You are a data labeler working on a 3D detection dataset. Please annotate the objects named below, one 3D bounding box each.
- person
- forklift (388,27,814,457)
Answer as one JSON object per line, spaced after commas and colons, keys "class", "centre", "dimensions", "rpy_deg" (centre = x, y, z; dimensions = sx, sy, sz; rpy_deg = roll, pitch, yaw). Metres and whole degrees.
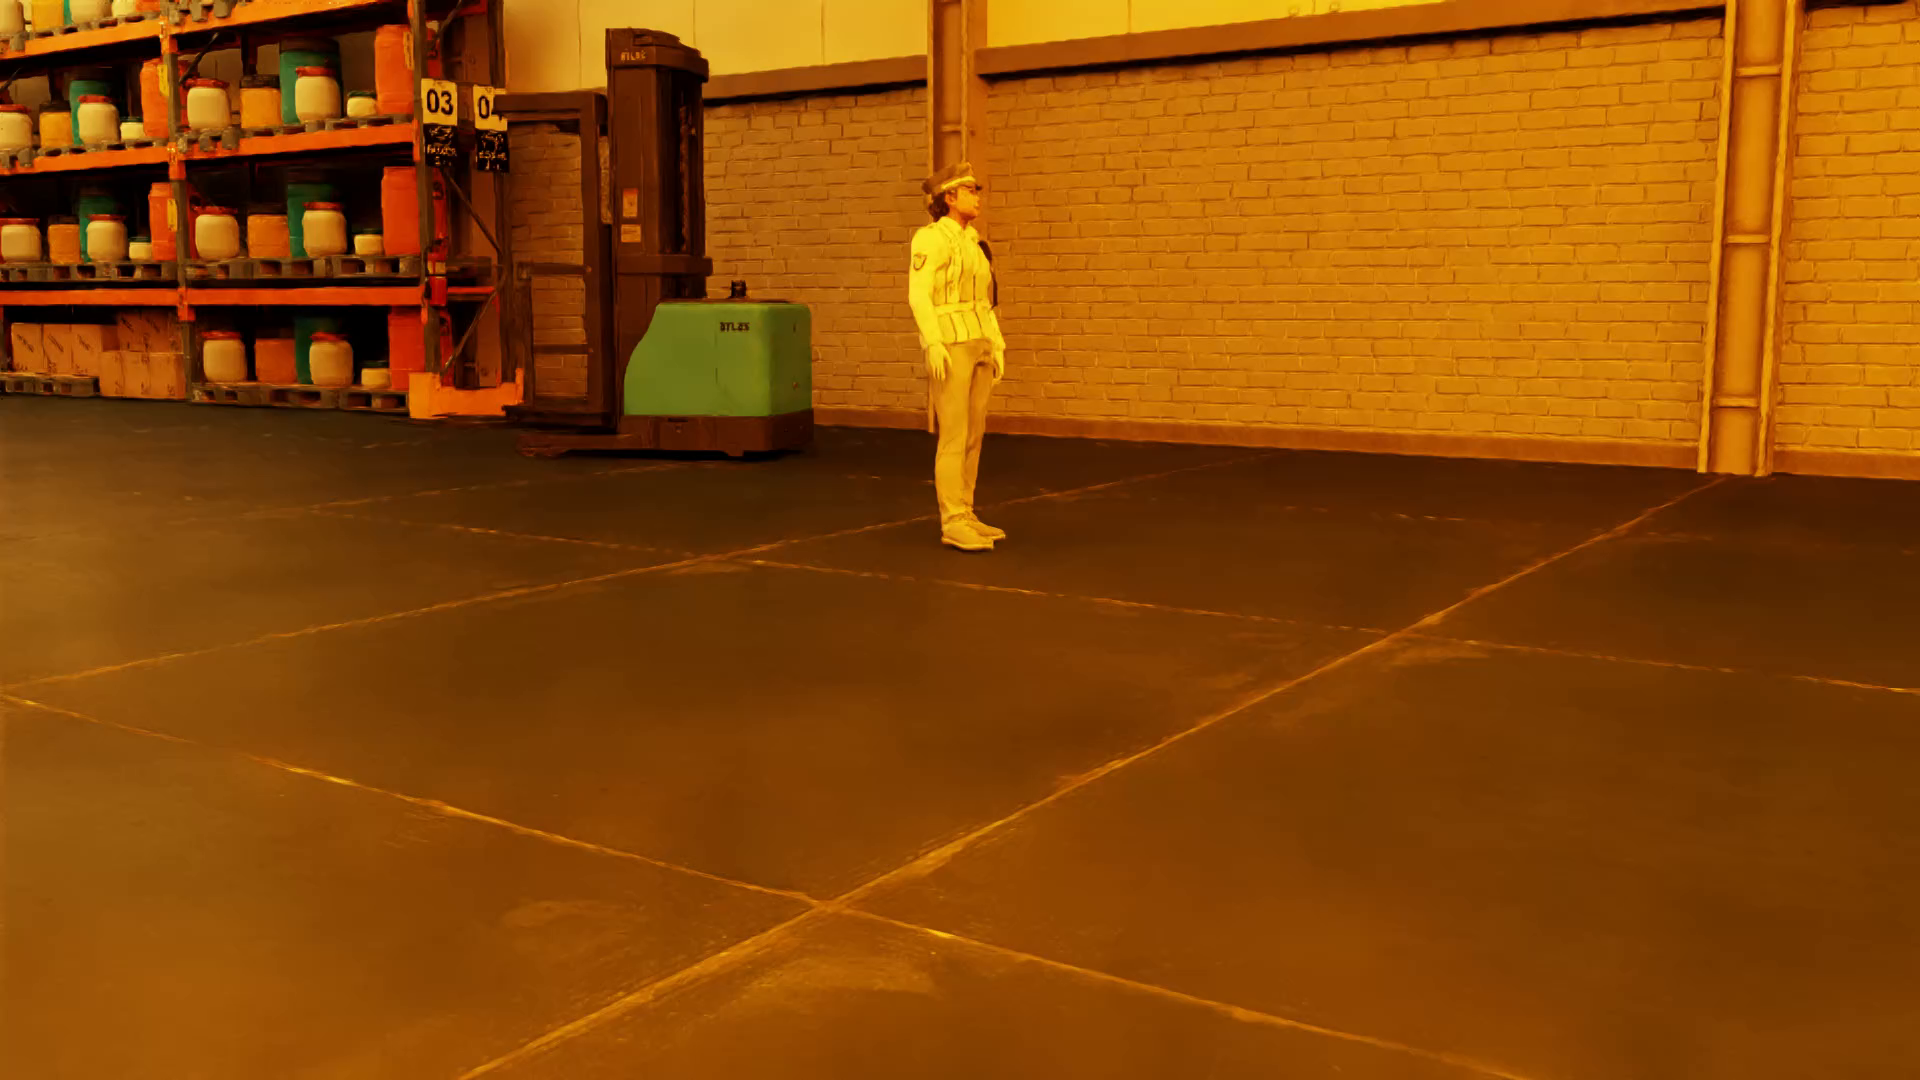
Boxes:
{"class": "person", "centre": [0.052, -0.840, 7.440], "dimensions": [0.533, 1.695, 0.586], "rpy_deg": [5, 10, 34]}
{"class": "forklift", "centre": [-2.648, -2.102, 11.978], "dimensions": [3.031, 2.935, 1.130], "rpy_deg": [2, 8, 14]}
